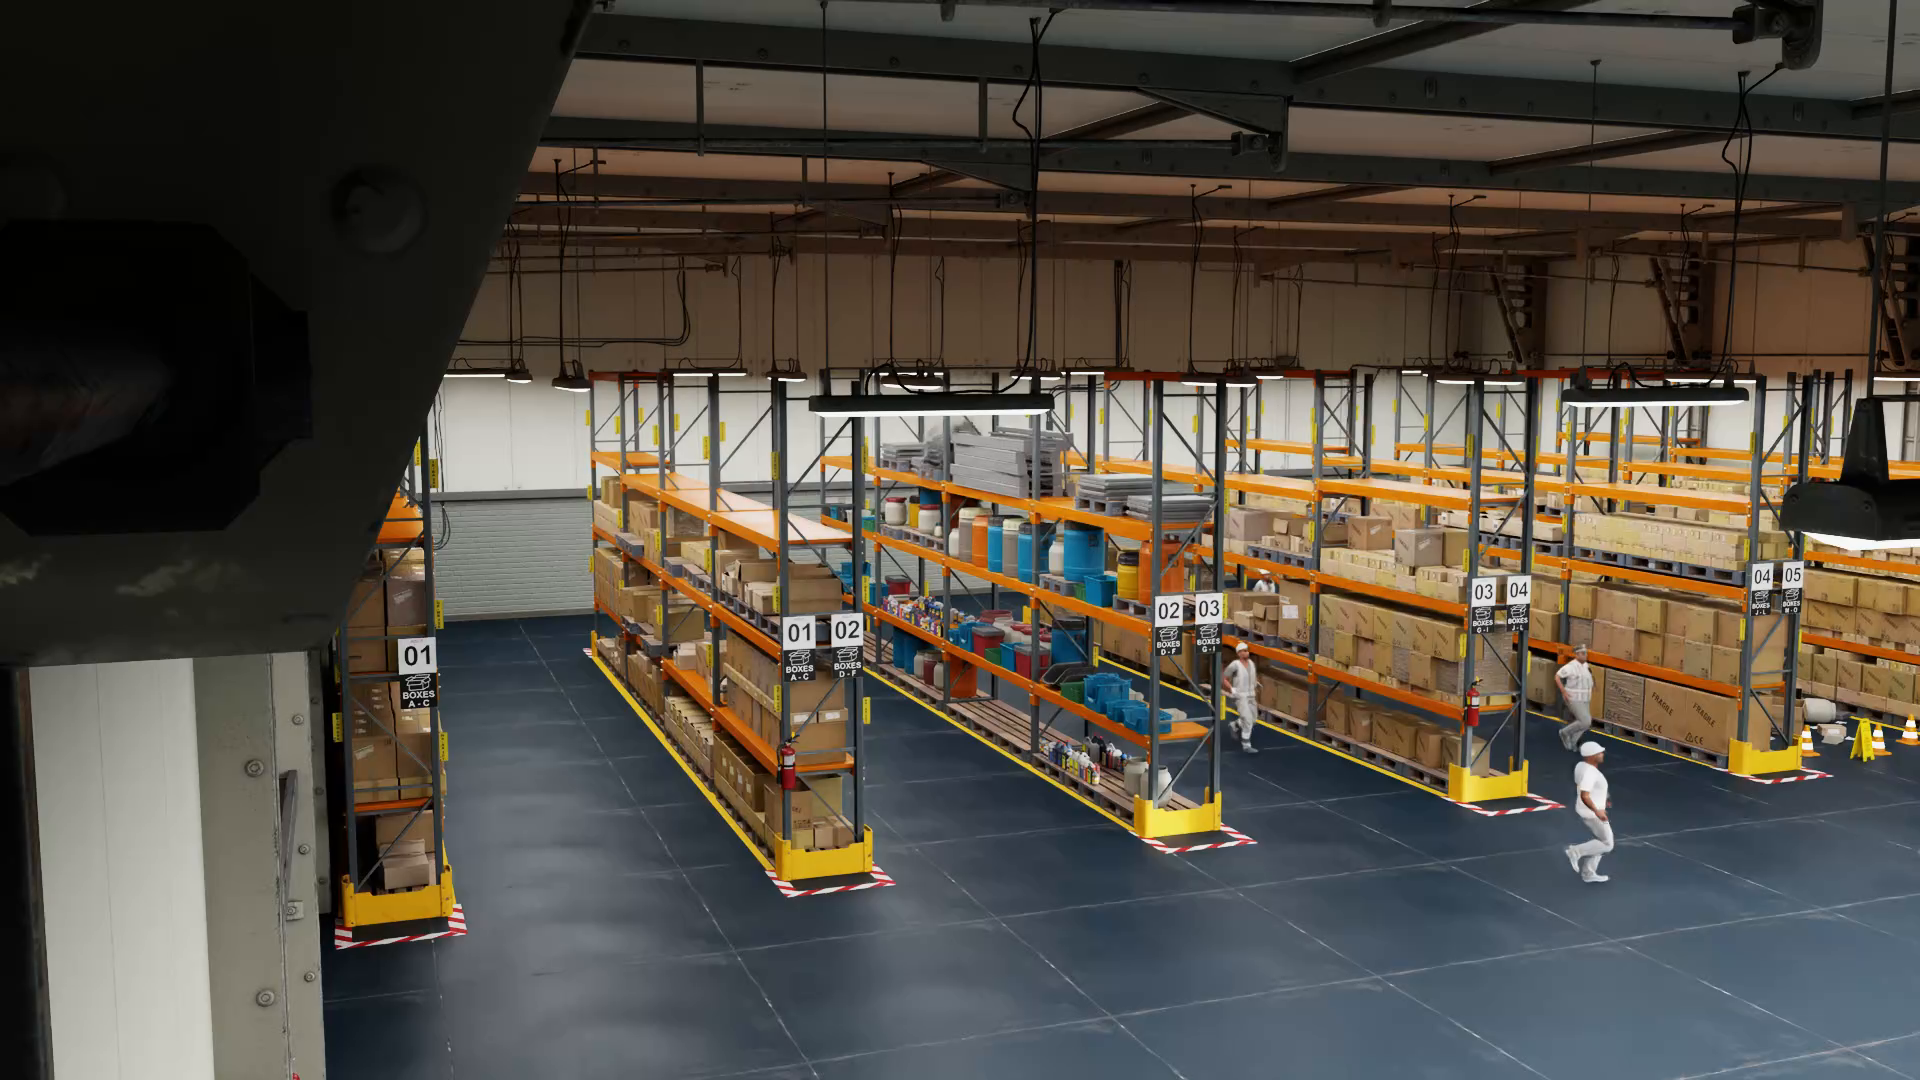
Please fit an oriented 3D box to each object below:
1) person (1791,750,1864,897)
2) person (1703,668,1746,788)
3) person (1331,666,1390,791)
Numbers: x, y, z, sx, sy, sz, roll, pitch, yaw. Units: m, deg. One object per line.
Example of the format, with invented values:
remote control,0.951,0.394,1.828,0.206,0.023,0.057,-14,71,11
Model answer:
person,10.199,3.308,19.441,0.770,1.729,0.709,1,6,10
person,11.314,2.752,24.579,0.587,1.744,0.711,6,9,42
person,5.851,2.713,24.205,0.659,1.762,0.978,-5,8,-37
